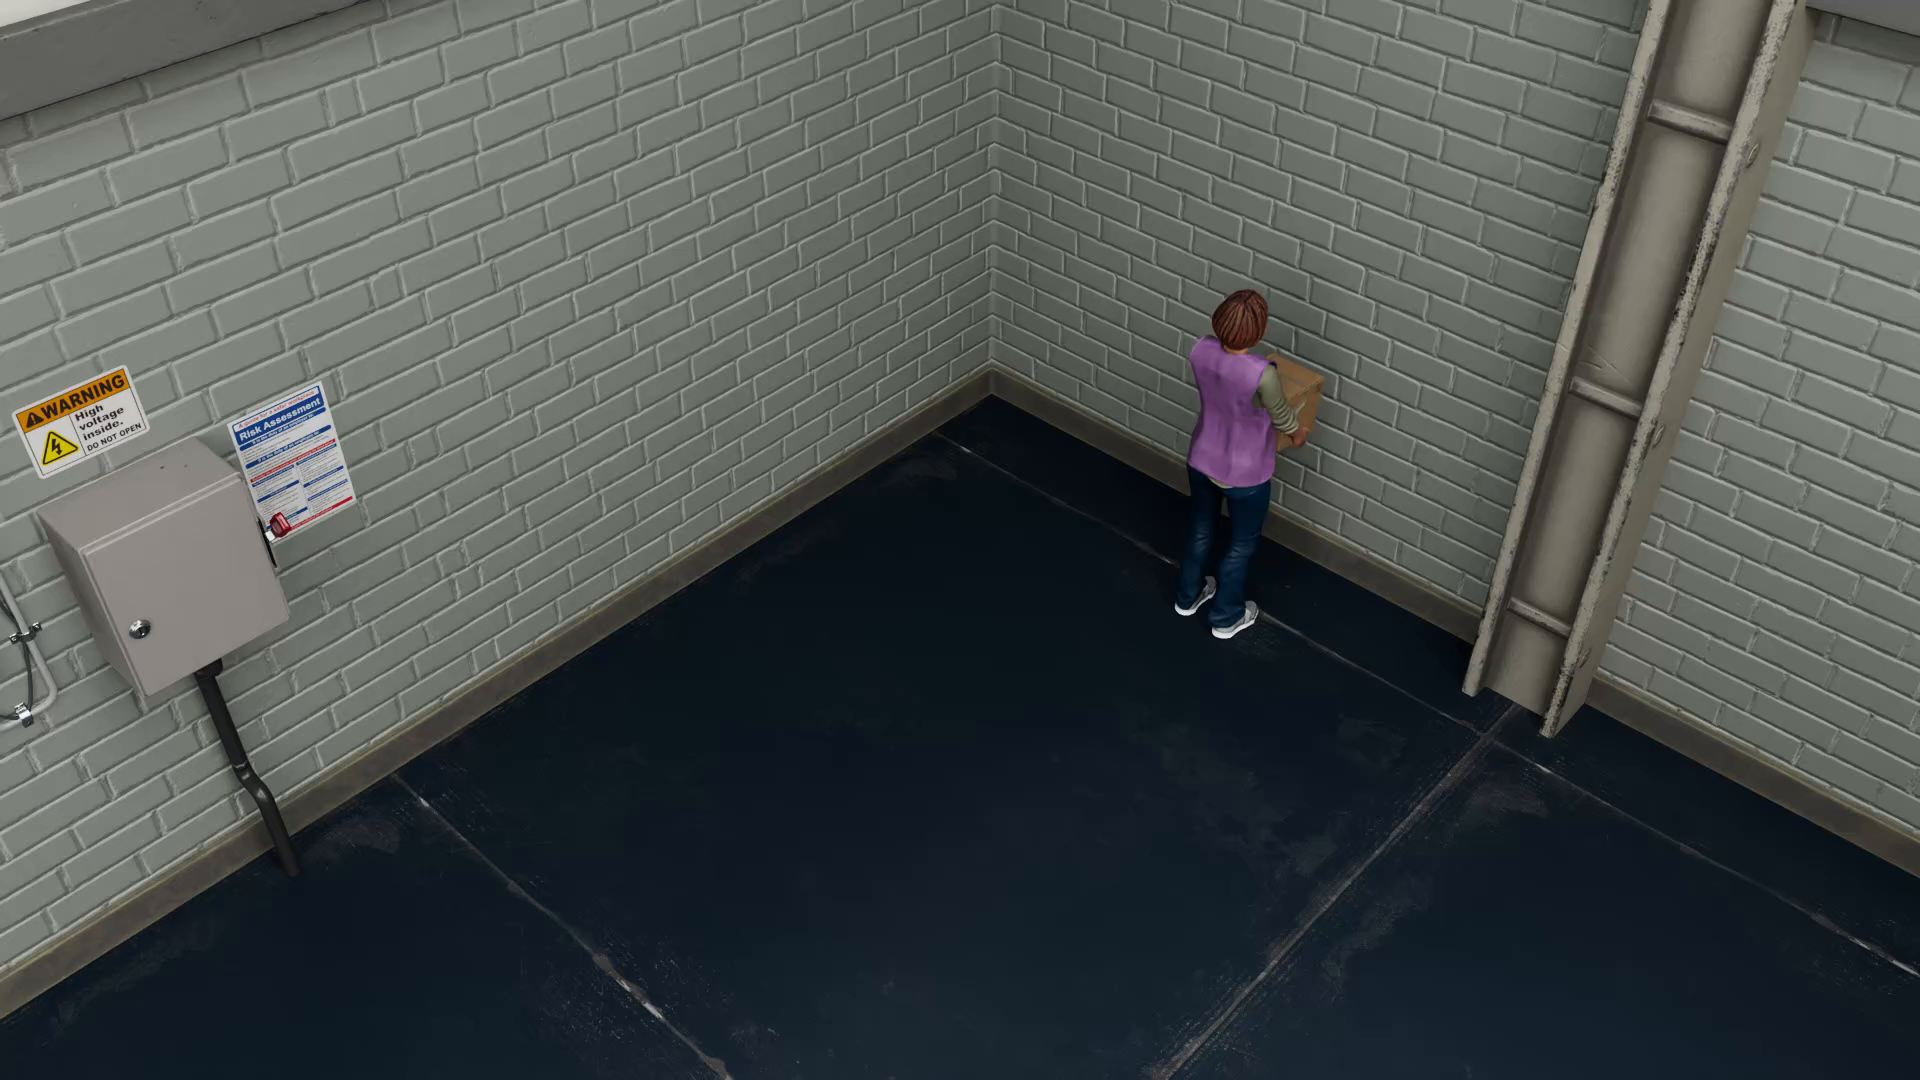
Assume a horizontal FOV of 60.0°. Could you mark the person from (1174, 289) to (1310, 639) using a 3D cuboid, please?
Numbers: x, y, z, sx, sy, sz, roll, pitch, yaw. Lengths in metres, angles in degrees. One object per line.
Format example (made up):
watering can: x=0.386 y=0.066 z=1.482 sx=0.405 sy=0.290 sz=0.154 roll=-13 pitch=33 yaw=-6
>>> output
person: x=1.117 y=-0.330 z=6.562 sx=0.404 sy=1.596 sz=0.490 roll=31 pitch=49 yaw=32
